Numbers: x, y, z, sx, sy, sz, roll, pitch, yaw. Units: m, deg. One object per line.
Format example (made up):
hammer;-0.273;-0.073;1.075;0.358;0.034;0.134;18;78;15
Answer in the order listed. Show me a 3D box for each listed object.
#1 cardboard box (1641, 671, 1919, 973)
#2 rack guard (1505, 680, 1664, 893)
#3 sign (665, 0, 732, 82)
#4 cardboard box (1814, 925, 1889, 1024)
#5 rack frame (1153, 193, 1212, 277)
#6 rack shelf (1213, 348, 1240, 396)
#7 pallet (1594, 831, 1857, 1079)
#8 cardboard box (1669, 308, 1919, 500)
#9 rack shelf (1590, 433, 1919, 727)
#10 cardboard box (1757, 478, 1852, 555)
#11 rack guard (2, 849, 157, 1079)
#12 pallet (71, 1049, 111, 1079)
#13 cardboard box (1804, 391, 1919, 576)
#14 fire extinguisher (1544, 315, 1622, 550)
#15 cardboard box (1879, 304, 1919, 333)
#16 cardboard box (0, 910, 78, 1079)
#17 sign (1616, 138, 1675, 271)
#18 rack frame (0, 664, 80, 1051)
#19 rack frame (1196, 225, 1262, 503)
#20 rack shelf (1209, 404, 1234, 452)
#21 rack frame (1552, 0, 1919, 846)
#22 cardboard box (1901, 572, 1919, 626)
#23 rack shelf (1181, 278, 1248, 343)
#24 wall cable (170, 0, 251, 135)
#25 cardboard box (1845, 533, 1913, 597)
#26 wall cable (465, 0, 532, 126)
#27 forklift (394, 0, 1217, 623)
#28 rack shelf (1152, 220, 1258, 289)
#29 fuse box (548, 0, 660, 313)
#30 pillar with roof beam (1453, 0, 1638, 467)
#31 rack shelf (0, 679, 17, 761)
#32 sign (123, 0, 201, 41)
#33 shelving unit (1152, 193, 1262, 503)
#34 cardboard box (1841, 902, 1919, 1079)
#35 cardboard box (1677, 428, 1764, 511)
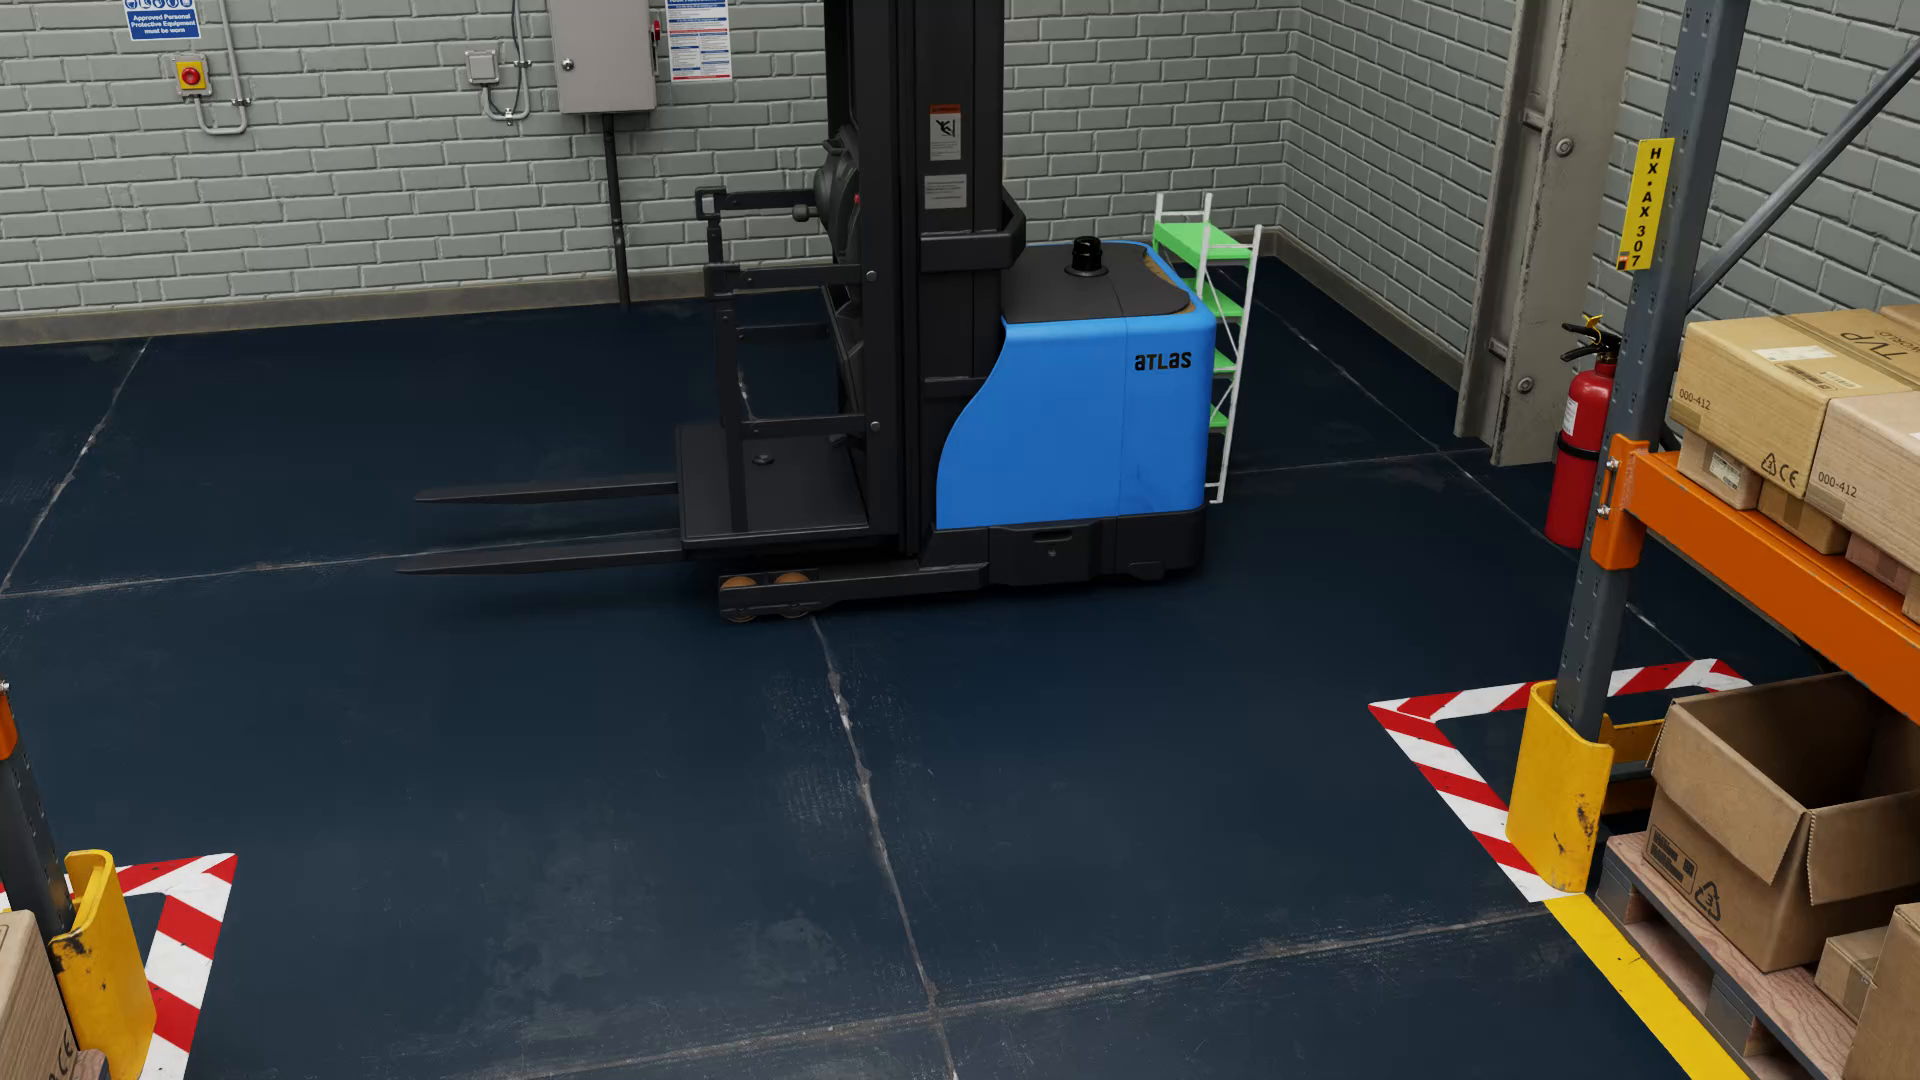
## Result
cardboard box;2.262;0.713;4.312;0.797;0.503;0.637;-7;28;-14
rack guard;2.234;0.657;4.893;1.175;0.500;0.348;-6;27;-12
sign;-1.398;-2.707;8.890;0.329;0.494;0.001;-6;27;-12
cardboard box;2.320;1.062;4.015;0.380;0.149;0.250;-7;28;-14
rack frame;0.901;-0.905;7.193;0.240;1.200;0.015;-4;27;-16
rack shelf;0.963;-0.741;7.011;0.258;0.148;0.480;-4;27;-16
pallet;2.415;1.136;4.265;1.003;0.211;1.213;-6;27;-12
cardboard box;2.057;-0.331;3.914;0.500;0.250;0.500;-6;27;-11
rack shelf;2.668;0.707;2.818;1.077;0.370;4.000;-6;27;-12
cardboard box;2.126;-0.101;3.899;0.380;0.149;0.250;-5;27;-10
rack guard;-2.624;1.119;3.978;1.175;0.500;0.348;-6;27;-12
pallet;-2.362;1.602;3.342;1.003;0.211;1.213;-6;27;-12
cardboard box;2.170;-0.110;3.475;0.500;0.250;0.500;-6;27;-11
fire extinguisher;1.733;-0.309;4.532;0.296;0.674;0.183;-6;27;-12
cardboard box;2.579;-0.383;4.016;0.500;0.250;0.500;-5;27;-10
cardboard box;-2.372;1.250;3.323;0.875;0.438;0.875;-7;28;-13
sign;1.688;-0.823;4.091;0.100;0.325;0.005;-6;27;-12
rack frame;-2.618;0.014;3.394;1.000;3.000;0.127;-6;27;-12
rack frame;1.034;-0.693;6.773;0.240;1.200;0.015;-4;27;-16
rack shelf;0.949;-0.526;7.115;0.258;0.148;0.480;-4;27;-16
rack frame;2.217;-0.492;4.396;1.000;3.000;0.127;-6;27;-12
cardboard box;2.216;0.128;3.445;0.380;0.149;0.250;-5;27;-10
rack shelf;0.978;-0.957;6.906;0.258;0.148;0.480;-4;27;-16
wall cable;-3.912;-2.927;8.057;0.585;1.953;0.123;-6;27;-12
cardboard box;2.219;0.011;3.678;0.380;0.149;0.250;-6;27;-12
wall cable;-2.533;-3.062;8.360;0.588;1.984;0.122;-6;27;-12
forklift;-0.619;-1.261;5.995;3.031;2.935;1.130;-4;27;-9
rack shelf;0.993;-1.172;6.802;0.258;0.148;0.480;-4;27;-16
fuse box;-1.832;-2.033;8.879;0.539;1.711;0.414;-6;27;-12
pillar with roof beam;-1.707;-4.008;4.704;9.100;9.000;0.400;-6;27;-12
rack shelf;-2.168;1.213;1.816;1.077;0.370;4.000;-6;27;-12
sign;-3.973;-2.602;8.276;0.327;0.218;0.001;-6;27;-12
shelving unit;0.967;-0.799;6.983;0.258;1.200;0.503;-4;27;-16
cardboard box;2.417;1.094;3.562;0.700;0.500;0.500;-5;27;-9
cardboard box;2.024;-0.208;4.111;0.380;0.149;0.250;-6;27;-12
